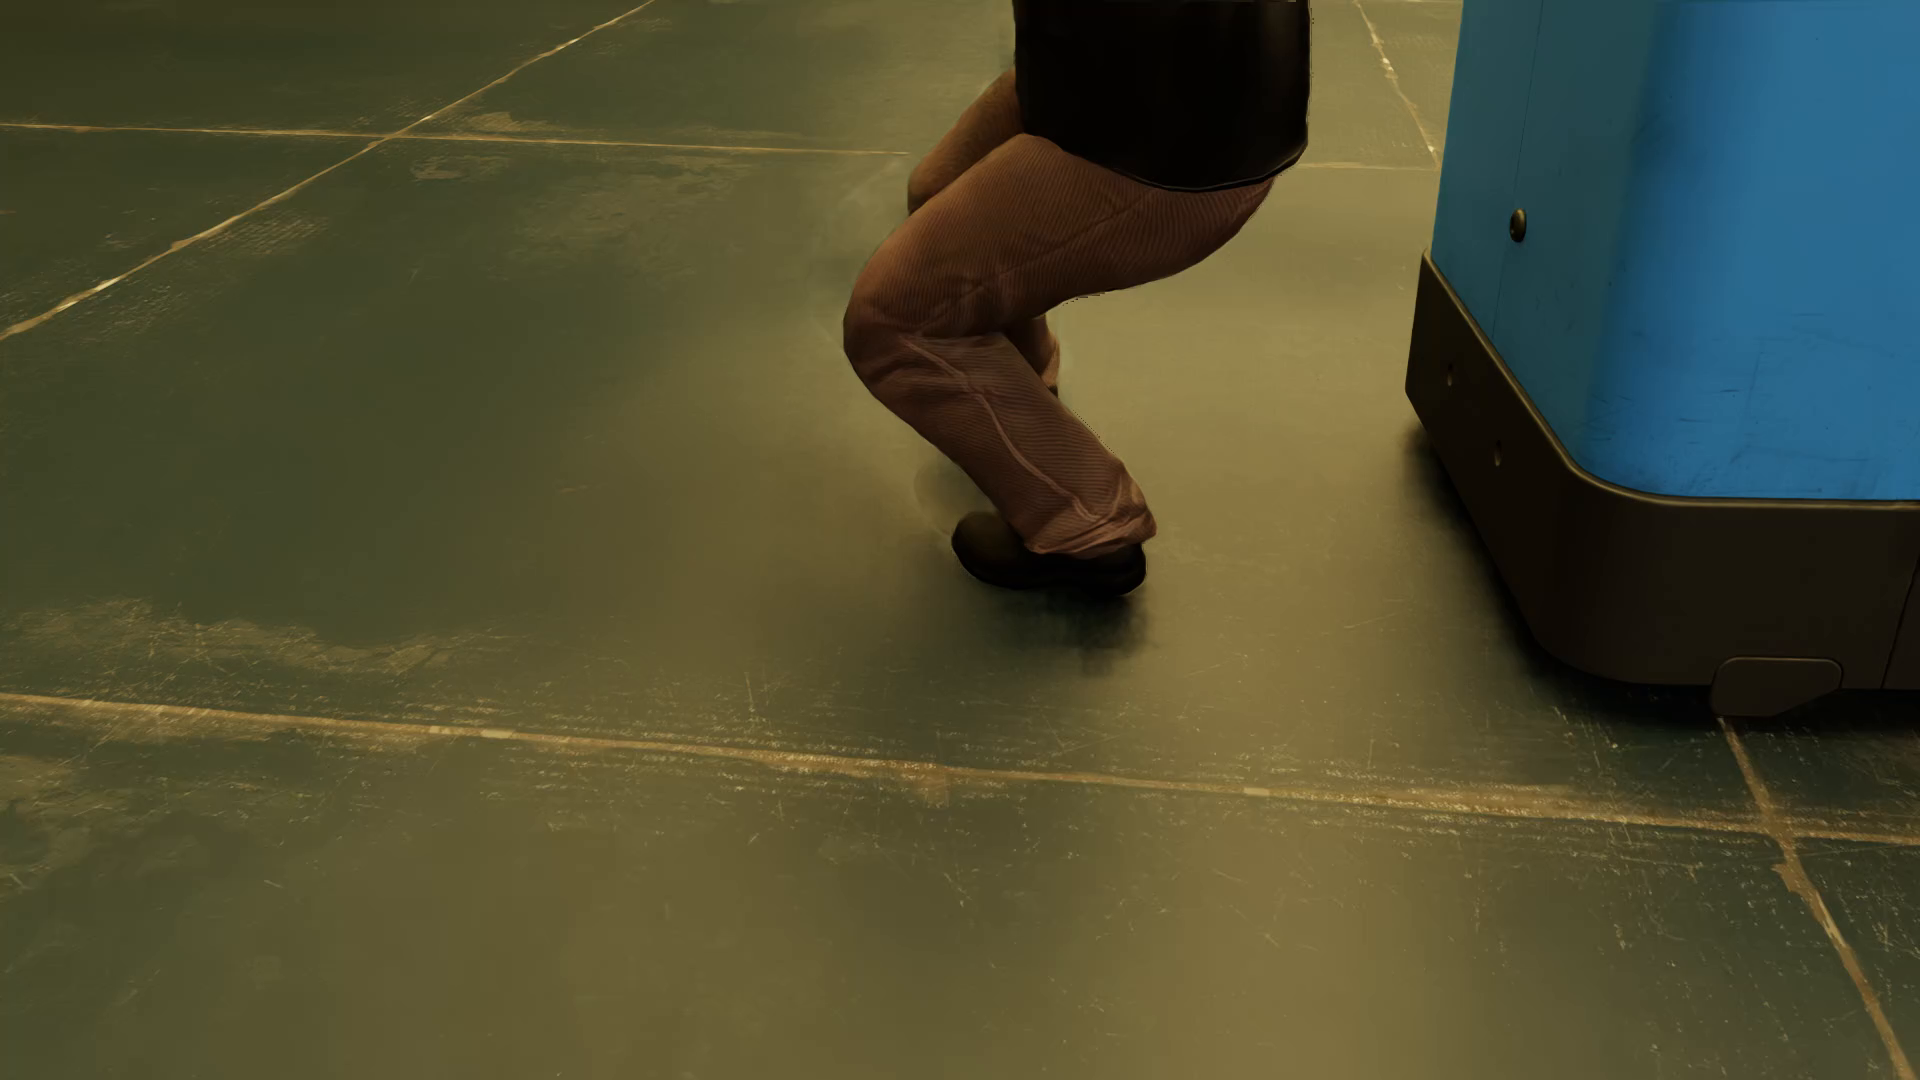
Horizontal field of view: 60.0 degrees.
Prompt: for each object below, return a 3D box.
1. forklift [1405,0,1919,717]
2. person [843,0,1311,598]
[{"bbox_3d":[2.255,-1.278,1.779,3.031,2.935,1.130,1,27,2],"label":"forklift"},{"bbox_3d":[0.021,-0.590,2.062,0.785,1.457,1.528,0,27,1],"label":"person"}]
